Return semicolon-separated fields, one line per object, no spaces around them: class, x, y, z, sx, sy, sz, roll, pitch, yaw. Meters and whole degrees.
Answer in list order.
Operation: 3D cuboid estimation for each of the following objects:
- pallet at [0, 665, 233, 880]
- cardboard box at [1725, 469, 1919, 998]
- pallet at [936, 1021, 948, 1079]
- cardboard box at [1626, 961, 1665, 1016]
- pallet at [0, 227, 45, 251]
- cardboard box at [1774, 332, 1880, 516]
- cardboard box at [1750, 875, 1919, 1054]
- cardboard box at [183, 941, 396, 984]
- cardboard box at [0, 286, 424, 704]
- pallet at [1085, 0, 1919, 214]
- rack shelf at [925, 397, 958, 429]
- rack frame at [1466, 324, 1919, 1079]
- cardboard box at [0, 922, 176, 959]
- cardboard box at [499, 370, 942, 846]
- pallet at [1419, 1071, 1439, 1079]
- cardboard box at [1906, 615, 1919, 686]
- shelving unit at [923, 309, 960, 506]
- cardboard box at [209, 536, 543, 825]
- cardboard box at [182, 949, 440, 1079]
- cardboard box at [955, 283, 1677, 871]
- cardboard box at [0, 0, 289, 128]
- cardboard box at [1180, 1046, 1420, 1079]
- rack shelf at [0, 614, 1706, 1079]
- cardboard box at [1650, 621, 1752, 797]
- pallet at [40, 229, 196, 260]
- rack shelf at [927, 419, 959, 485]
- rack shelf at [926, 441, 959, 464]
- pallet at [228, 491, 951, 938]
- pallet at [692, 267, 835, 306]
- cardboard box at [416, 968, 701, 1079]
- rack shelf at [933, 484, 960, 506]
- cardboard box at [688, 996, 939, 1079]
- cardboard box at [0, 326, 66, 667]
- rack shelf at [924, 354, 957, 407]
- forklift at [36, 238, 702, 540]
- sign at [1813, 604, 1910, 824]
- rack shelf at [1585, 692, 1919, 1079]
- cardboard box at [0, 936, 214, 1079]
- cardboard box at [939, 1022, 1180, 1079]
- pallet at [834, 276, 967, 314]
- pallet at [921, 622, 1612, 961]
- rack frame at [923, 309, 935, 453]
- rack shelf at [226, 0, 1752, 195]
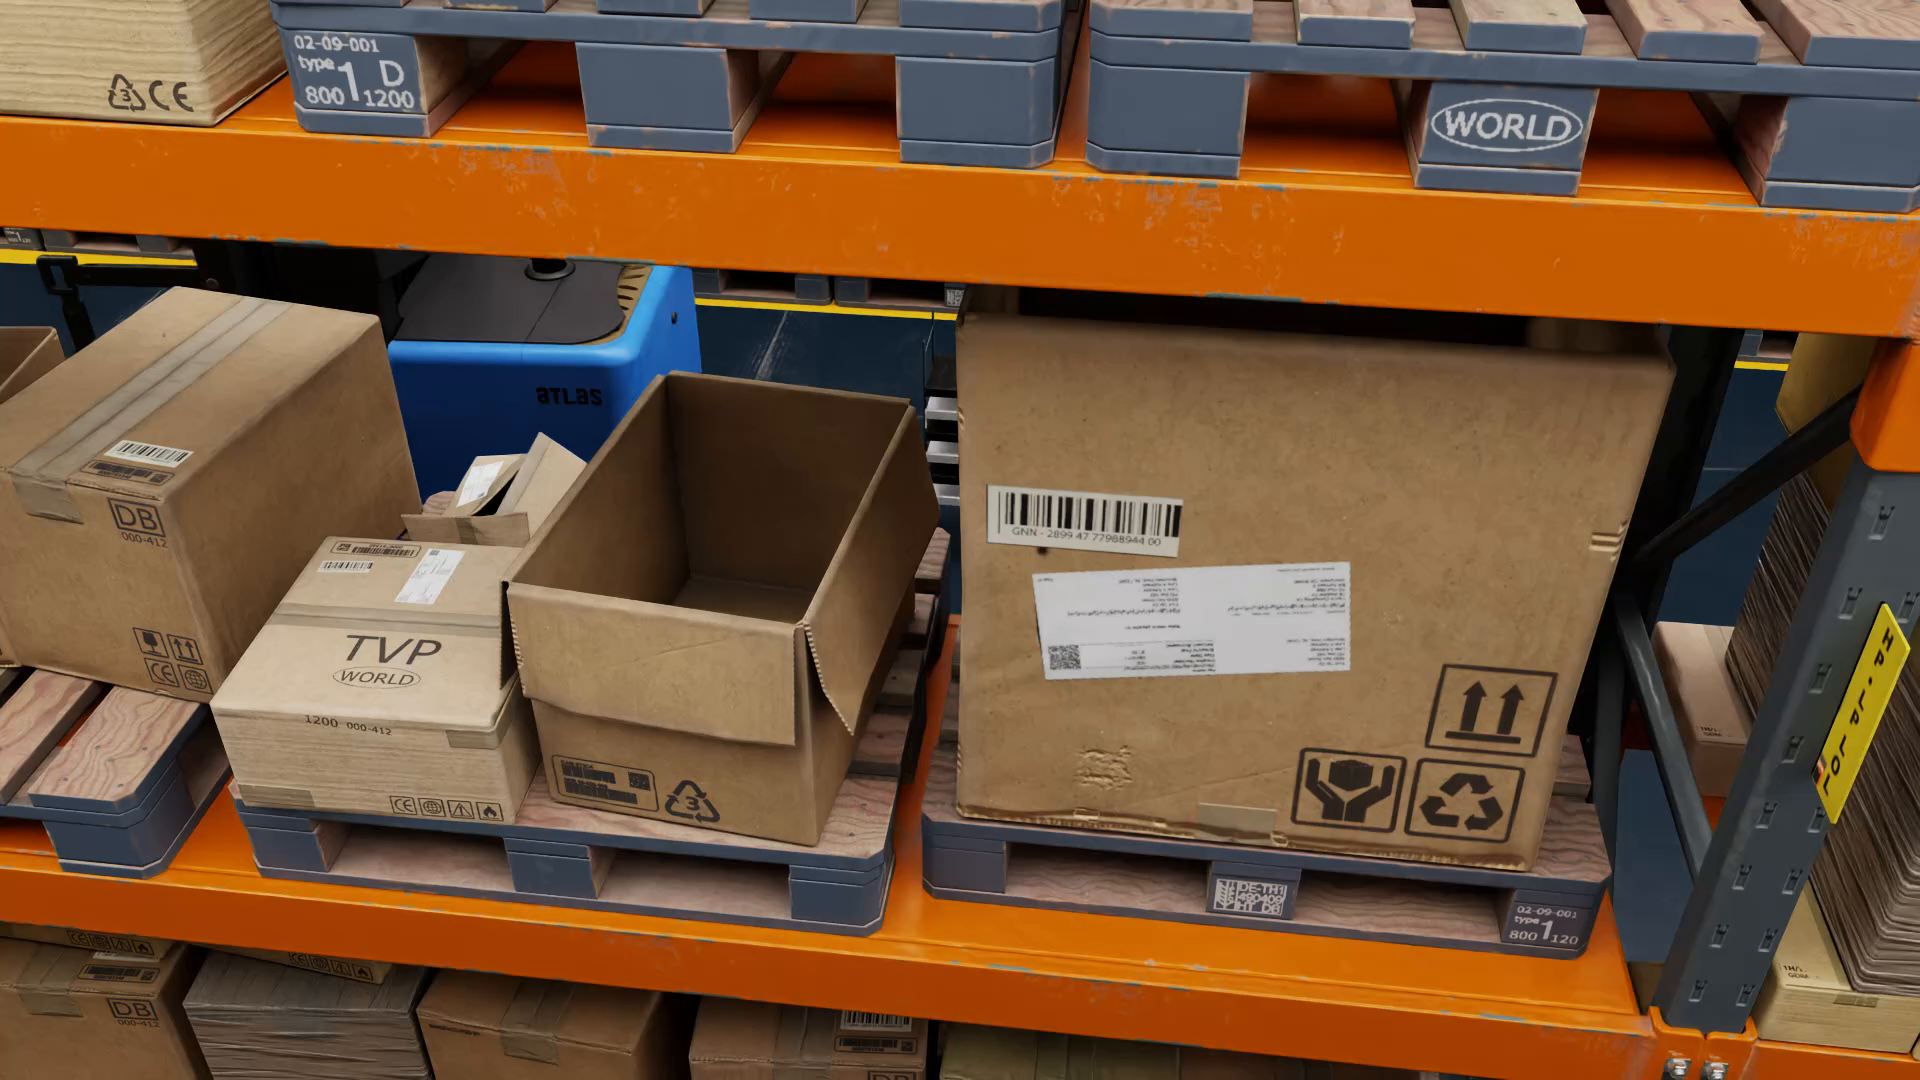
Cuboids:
pallet;-1.923;0.171;3.593;1.003;0.211;1.213;4;36;6
cardboard box;1.762;0.305;2.898;0.500;0.500;0.875;4;36;6
pallet;-0.662;1.387;4.124;1.213;0.211;1.003;4;36;6
cardboard box;1.715;1.297;3.641;0.500;0.500;0.500;3;36;5
pallet;-5.107;-1.853;8.664;1.213;0.211;1.003;4;36;6
cardboard box;1.805;-0.296;2.880;0.500;0.500;0.500;4;36;6
cardboard box;1.499;0.689;2.918;0.250;0.149;0.380;4;36;6
cardboard box;-1.448;0.701;3.814;0.500;0.250;0.500;8;36;11
cardboard box;-1.537;-0.109;3.373;0.500;0.500;0.700;9;37;13
pallet;0.725;-0.854;2.444;1.003;0.211;1.213;4;36;6
rack shelf;-0.008;-0.486;5.904;0.200;0.077;0.258;4;36;6
rack frame;1.324;0.398;3.110;0.127;3.000;1.000;4;36;6
cardboard box;-1.975;0.667;3.860;0.500;0.250;0.500;6;36;8
cardboard box;-0.407;0.110;3.063;0.637;0.503;0.797;8;36;11
pallet;0.551;1.476;4.000;1.213;0.211;1.003;4;36;6
cardboard box;1.738;0.009;2.453;0.500;0.500;0.500;4;36;6
shelving unit;3.554;-4.564;9.896;5.845;3.194;12.311;4;36;6
cardboard box;-1.011;0.249;3.087;0.500;0.250;0.500;3;36;5
cardboard box;-1.425;1.012;4.023;0.500;0.500;0.700;1;36;2
cardboard box;0.554;-0.157;3.009;1.000;1.000;1.000;4;36;6
cardboard box;-1.190;-0.806;2.344;0.500;0.250;0.500;5;36;7
cardboard box;0.717;1.178;3.790;0.500;0.500;0.700;2;36;2
rack shelf;-0.660;0.543;3.527;4.000;0.370;1.077;4;36;6
cardboard box;1.574;0.347;3.398;0.250;0.149;0.380;4;36;6
pallet;-3.893;-1.764;8.540;1.213;0.211;1.003;4;36;6
rack shelf;-0.008;-0.338;6.010;0.200;0.252;0.258;4;36;6
rack shelf;-0.008;-0.340;6.009;0.200;0.077;0.258;4;36;6
pallet;-0.675;0.303;3.409;1.213;0.211;1.003;4;36;6
pallet;-1.139;-1.512;8.186;1.213;0.211;1.003;4;36;6
cardboard box;-0.862;1.050;3.970;0.500;0.500;0.700;7;36;10
rack shelf;-0.008;-0.193;6.113;0.200;0.077;0.258;4;36;6
cardboard box;-0.308;1.091;3.912;0.500;0.500;0.700;1;36;2
cardboard box;-2.103;-0.093;3.350;0.500;0.500;0.500;0;36;0
rack shelf;3.556;-4.828;9.708;5.840;2.546;12.311;4;36;6
forklift;-2.765;0.785;2.627;3.193;2.935;8.118;2;36;2
sign;1.257;0.247;2.326;0.005;0.325;0.100;4;36;6
rack shelf;3.307;0.839;3.112;4.000;0.370;1.077;4;36;6
cardboard box;-1.977;0.978;4.070;0.500;0.500;0.700;2;36;3
cardboard box;0.247;1.132;3.854;0.500;0.500;0.700;4;36;6
pallet;0.067;-1.420;8.058;1.213;0.211;1.003;4;36;6
pallet;0.584;0.336;3.363;1.213;0.211;1.003;4;36;6
rack frame;-0.109;-0.374;6.000;0.006;0.900;0.240;4;36;6
rack shelf;-0.660;-0.787;2.578;3.809;0.052;0.919;4;36;6
